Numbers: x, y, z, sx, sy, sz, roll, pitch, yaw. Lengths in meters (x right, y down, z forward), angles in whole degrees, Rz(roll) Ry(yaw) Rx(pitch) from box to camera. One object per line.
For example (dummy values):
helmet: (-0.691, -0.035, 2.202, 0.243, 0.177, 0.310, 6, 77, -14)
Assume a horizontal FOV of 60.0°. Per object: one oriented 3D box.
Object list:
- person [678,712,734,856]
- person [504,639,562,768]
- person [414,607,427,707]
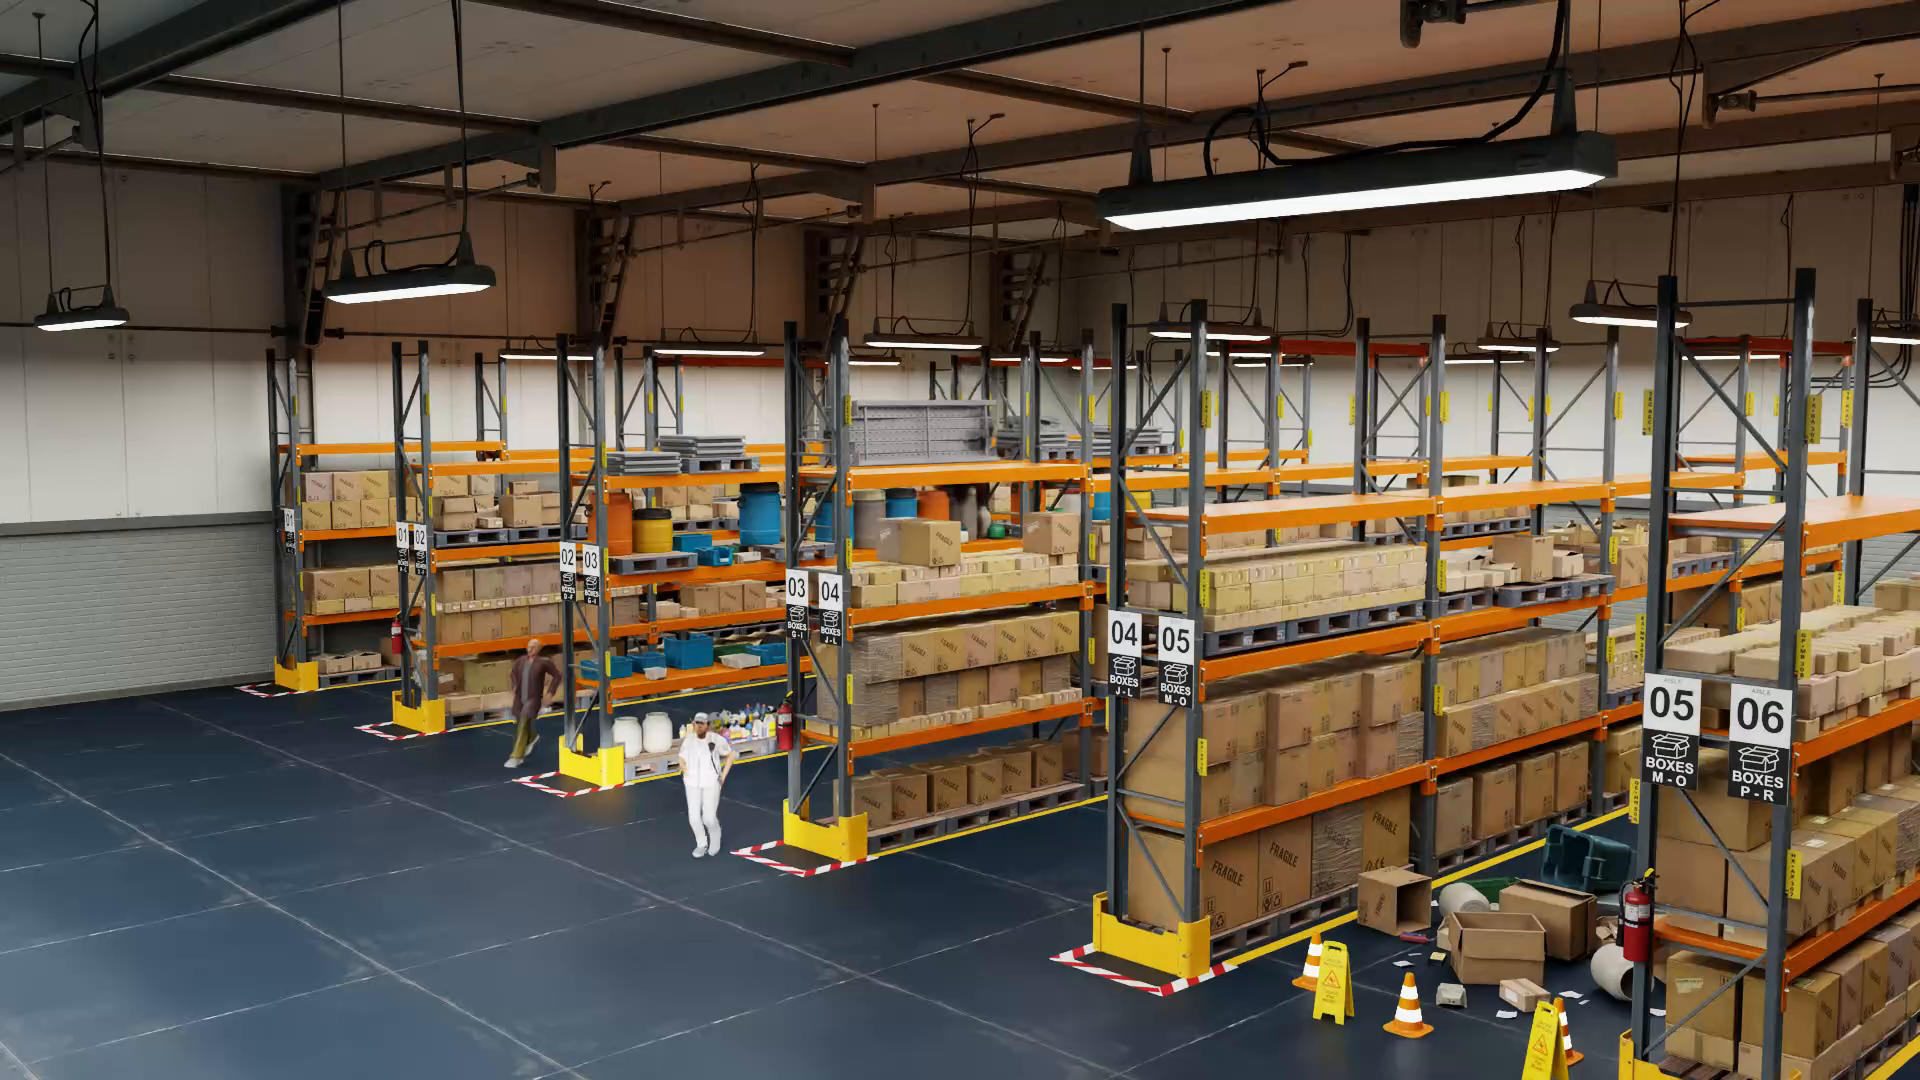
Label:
person: (-2.870, 2.739, 18.554, 0.603, 1.632, 0.553, 1, 5, 8)
person: (-6.003, 2.257, 23.365, 0.766, 1.758, 0.950, 2, 5, 19)
person: (-8.834, 1.916, 27.462, 0.649, 1.740, 0.601, 4, 6, 40)
